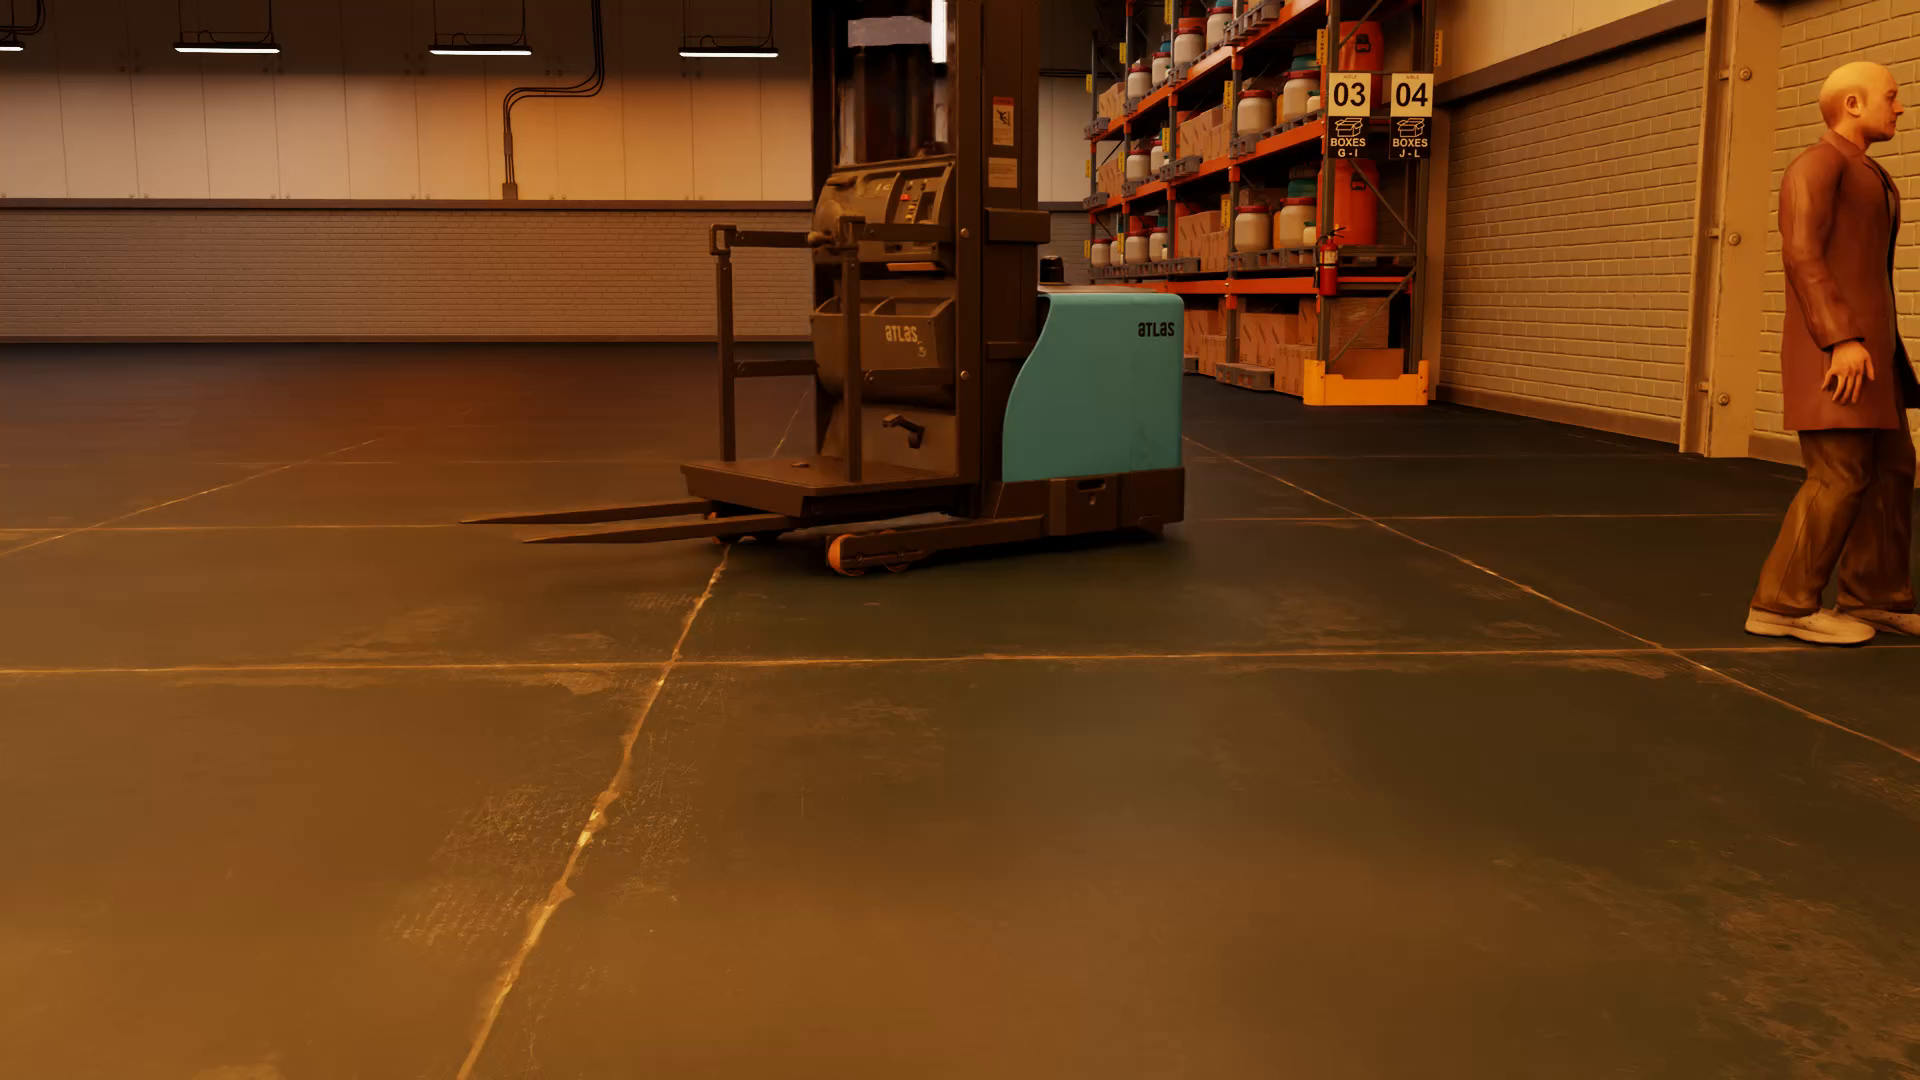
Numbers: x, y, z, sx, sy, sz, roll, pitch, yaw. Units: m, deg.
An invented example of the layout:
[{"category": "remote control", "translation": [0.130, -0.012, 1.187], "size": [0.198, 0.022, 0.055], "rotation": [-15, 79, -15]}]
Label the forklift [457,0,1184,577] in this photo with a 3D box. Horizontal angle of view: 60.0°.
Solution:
[{"category": "forklift", "translation": [-0.490, -1.396, 6.734], "size": [3.031, 2.935, 1.130], "rotation": [-6, 10, -36]}]

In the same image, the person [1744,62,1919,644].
[{"category": "person", "translation": [2.797, -0.547, 5.116], "size": [0.548, 1.811, 0.680], "rotation": [7, 11, 38]}]
